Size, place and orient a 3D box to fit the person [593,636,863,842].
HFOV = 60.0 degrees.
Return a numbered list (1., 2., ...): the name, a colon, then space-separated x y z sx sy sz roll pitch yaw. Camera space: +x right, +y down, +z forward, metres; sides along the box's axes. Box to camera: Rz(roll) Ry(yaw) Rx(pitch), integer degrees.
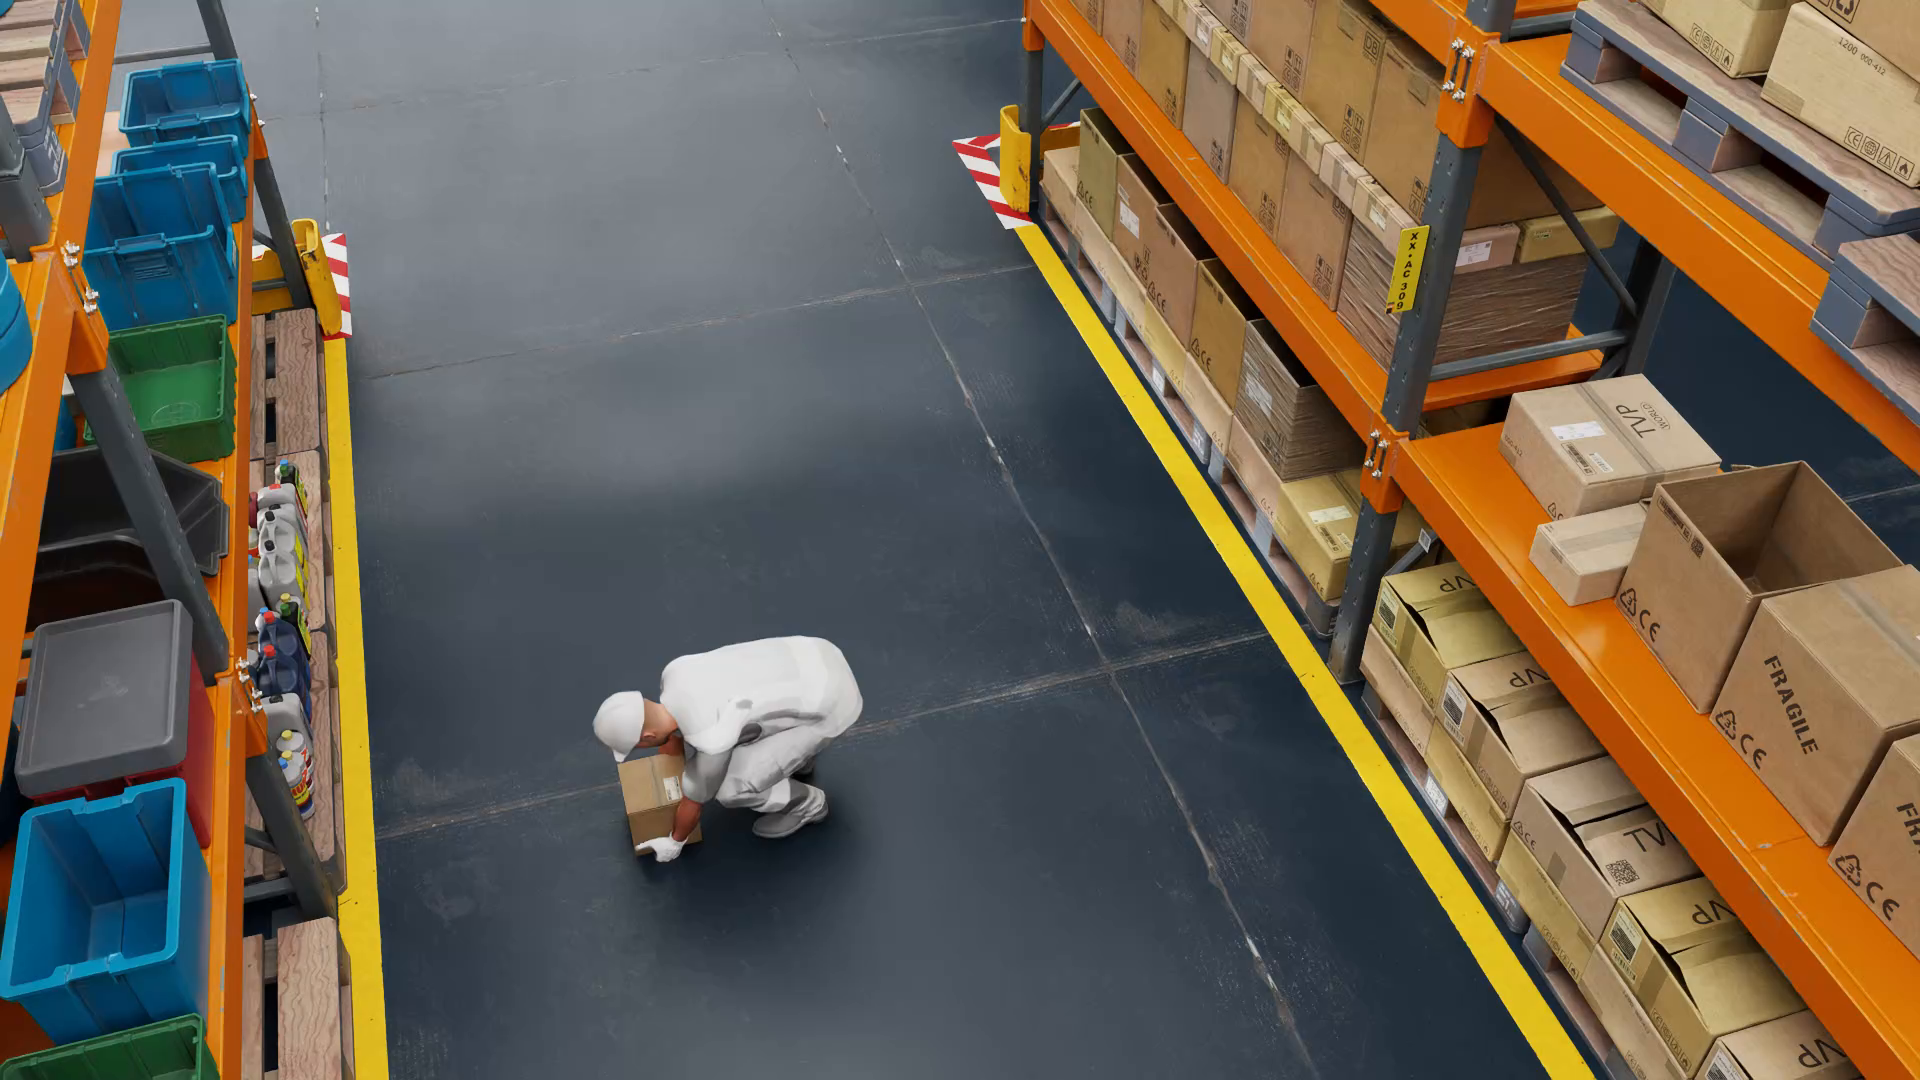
1. person: -0.829 0.734 6.089 0.955 0.771 0.523 -13 43 -14
